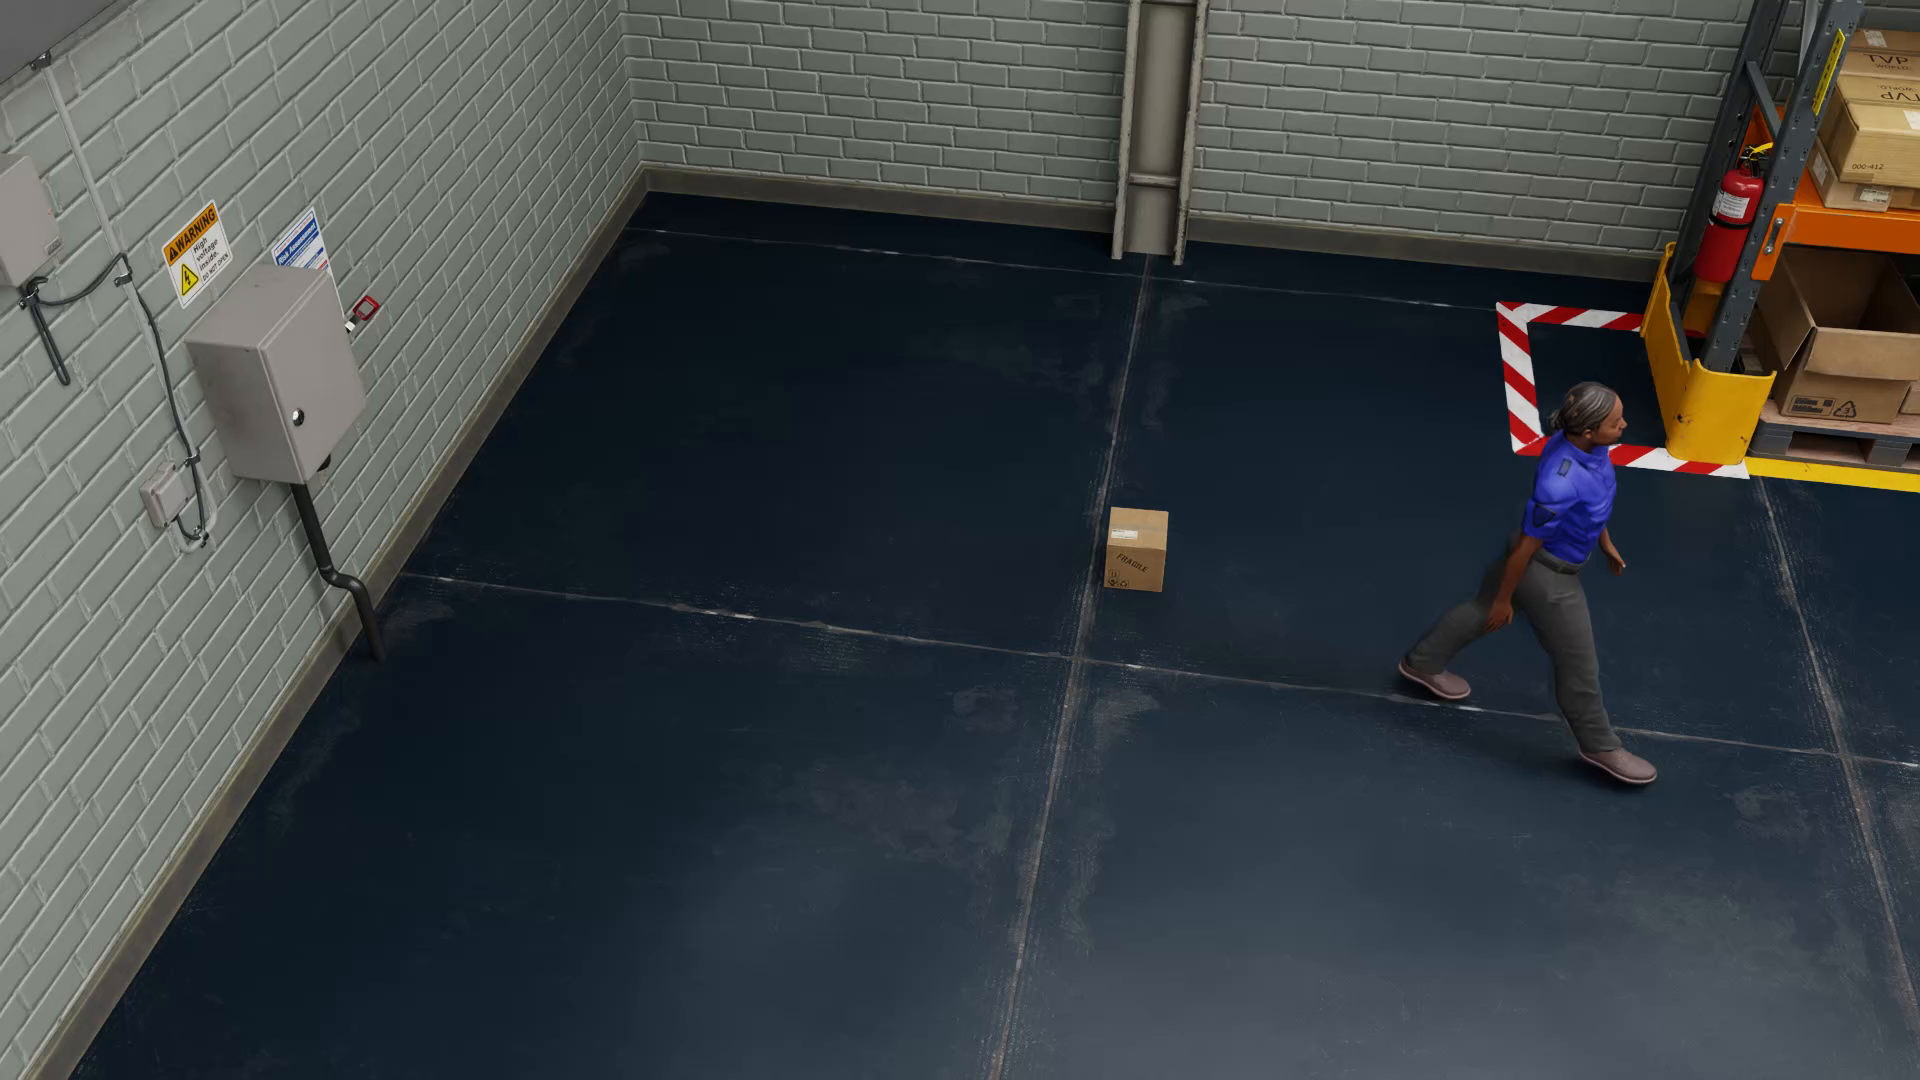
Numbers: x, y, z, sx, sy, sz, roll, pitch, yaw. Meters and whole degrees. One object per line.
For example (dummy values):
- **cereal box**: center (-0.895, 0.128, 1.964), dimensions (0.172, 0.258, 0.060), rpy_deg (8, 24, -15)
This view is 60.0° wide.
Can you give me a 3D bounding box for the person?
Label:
- **person**: center (2.210, 0.106, 6.021), dimensions (1.009, 1.592, 0.483), rpy_deg (13, 43, 15)
